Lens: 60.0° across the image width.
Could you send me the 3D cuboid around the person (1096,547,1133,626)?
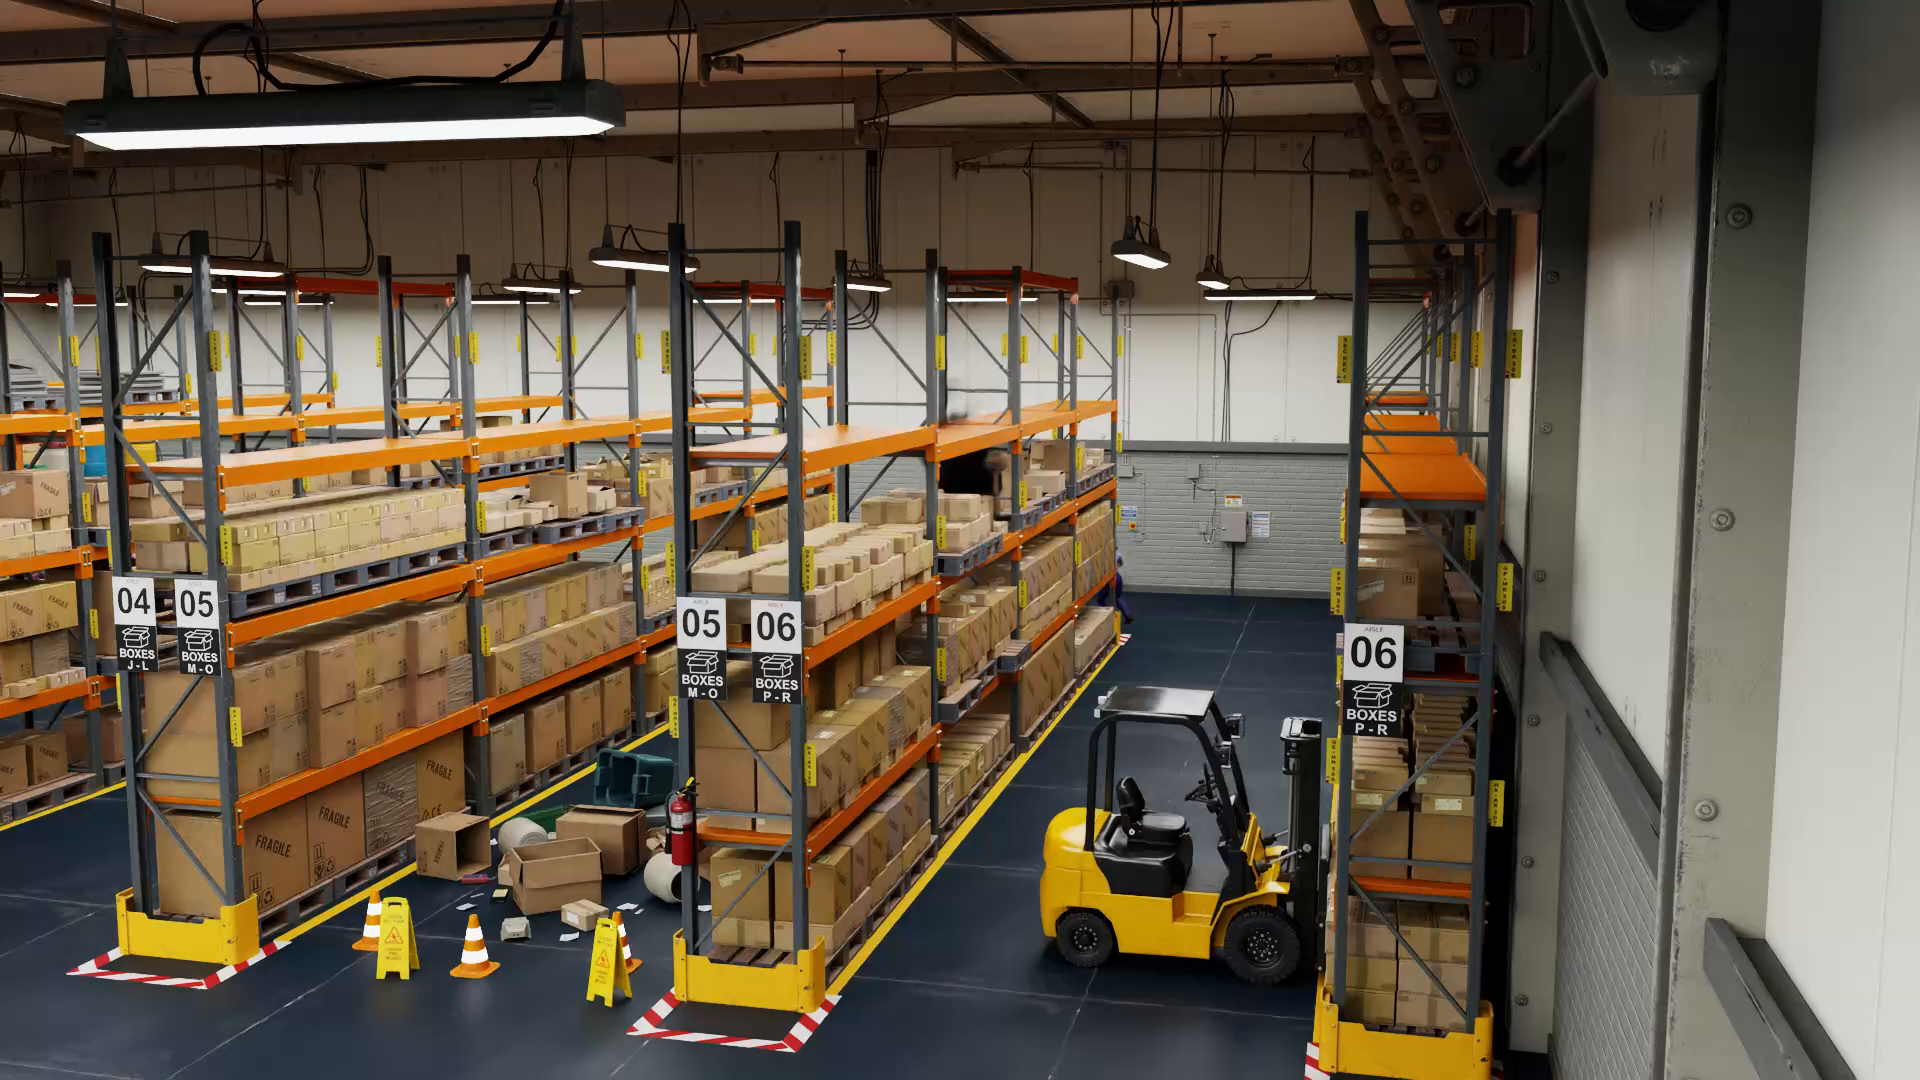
[{"bbox_3d":[2.600,0.745,29.560,0.655,1.591,0.914,-5,9,-37],"label":"person"}]
